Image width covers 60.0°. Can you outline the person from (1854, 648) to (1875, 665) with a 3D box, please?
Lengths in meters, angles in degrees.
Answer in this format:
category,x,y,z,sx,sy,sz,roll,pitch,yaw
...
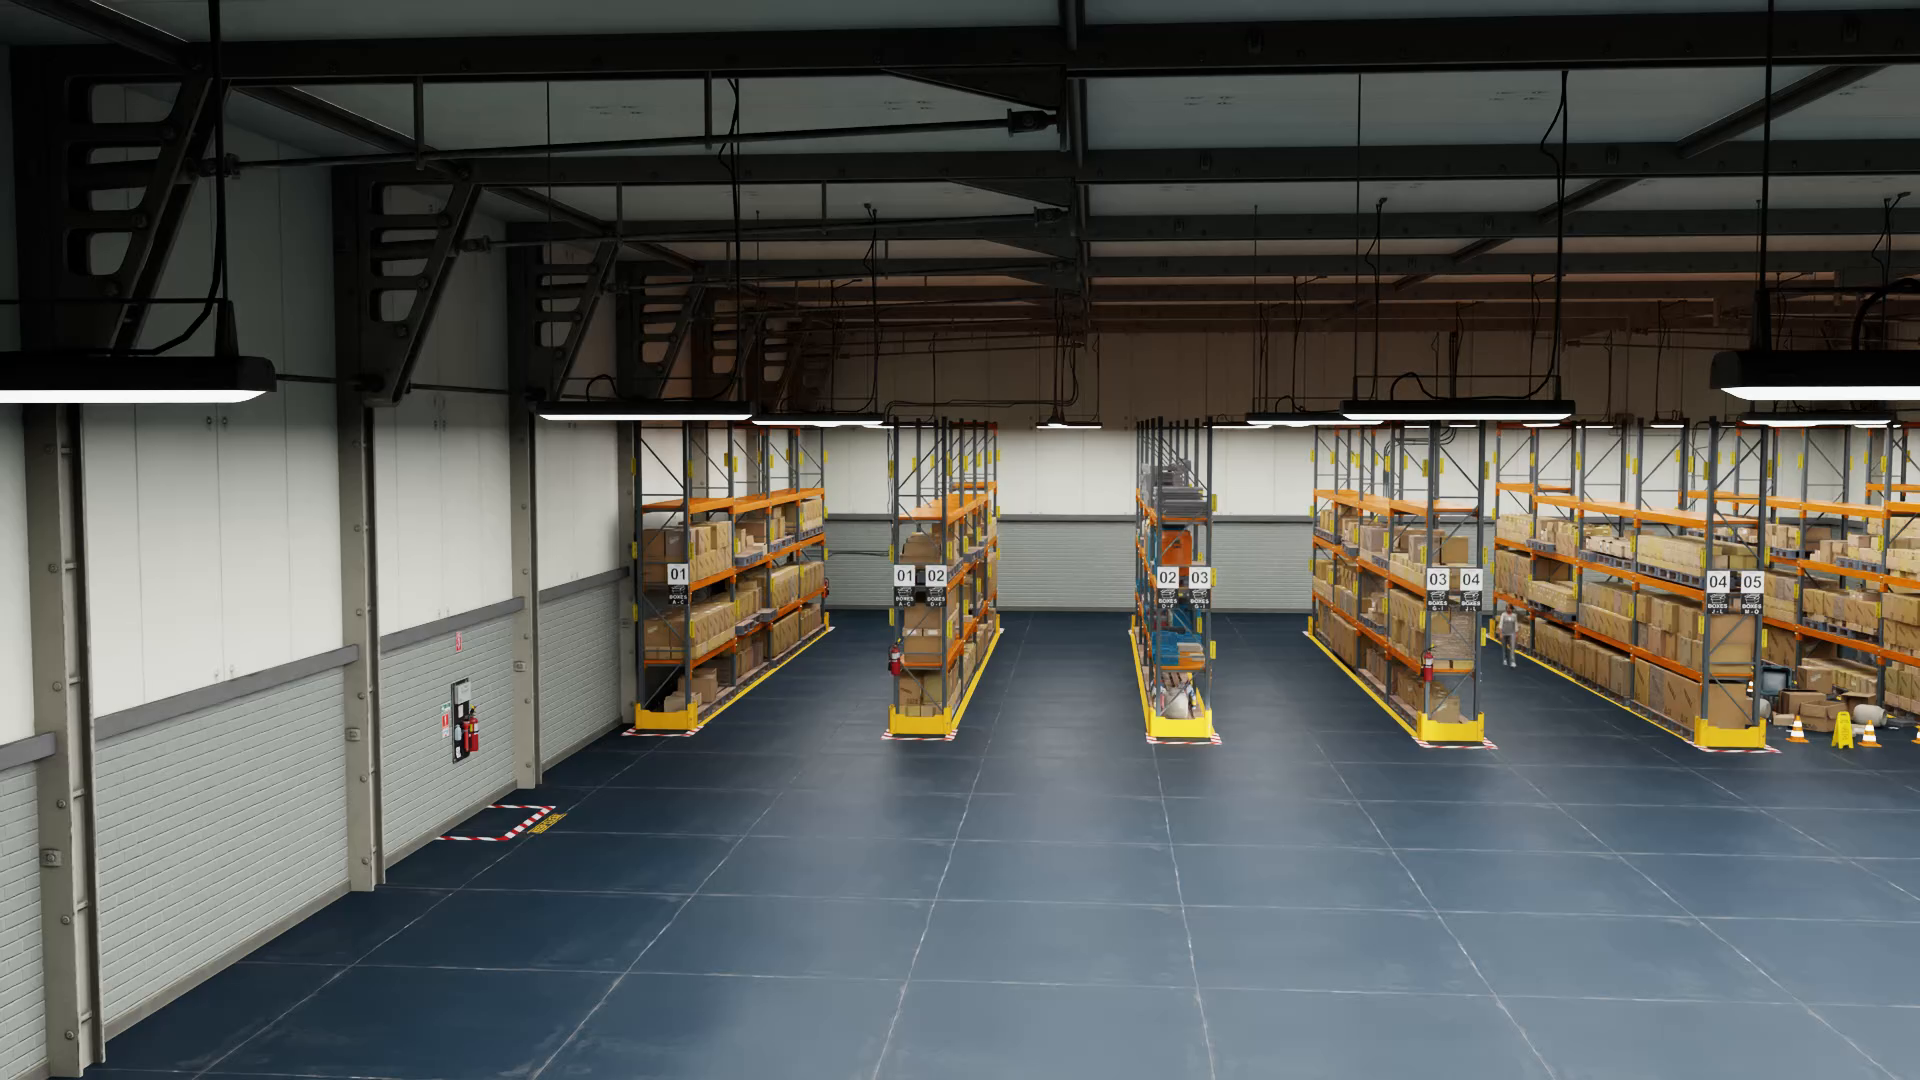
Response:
category,x,y,z,sx,sy,sz,roll,pitch,yaw
person,22.229,2.202,40.747,0.515,1.813,0.624,0,4,-7

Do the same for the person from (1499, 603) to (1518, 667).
category,x,y,z,sx,sy,sz,roll,pitch,yaw
person,13.288,2.305,40.273,0.450,1.545,0.949,1,4,18
